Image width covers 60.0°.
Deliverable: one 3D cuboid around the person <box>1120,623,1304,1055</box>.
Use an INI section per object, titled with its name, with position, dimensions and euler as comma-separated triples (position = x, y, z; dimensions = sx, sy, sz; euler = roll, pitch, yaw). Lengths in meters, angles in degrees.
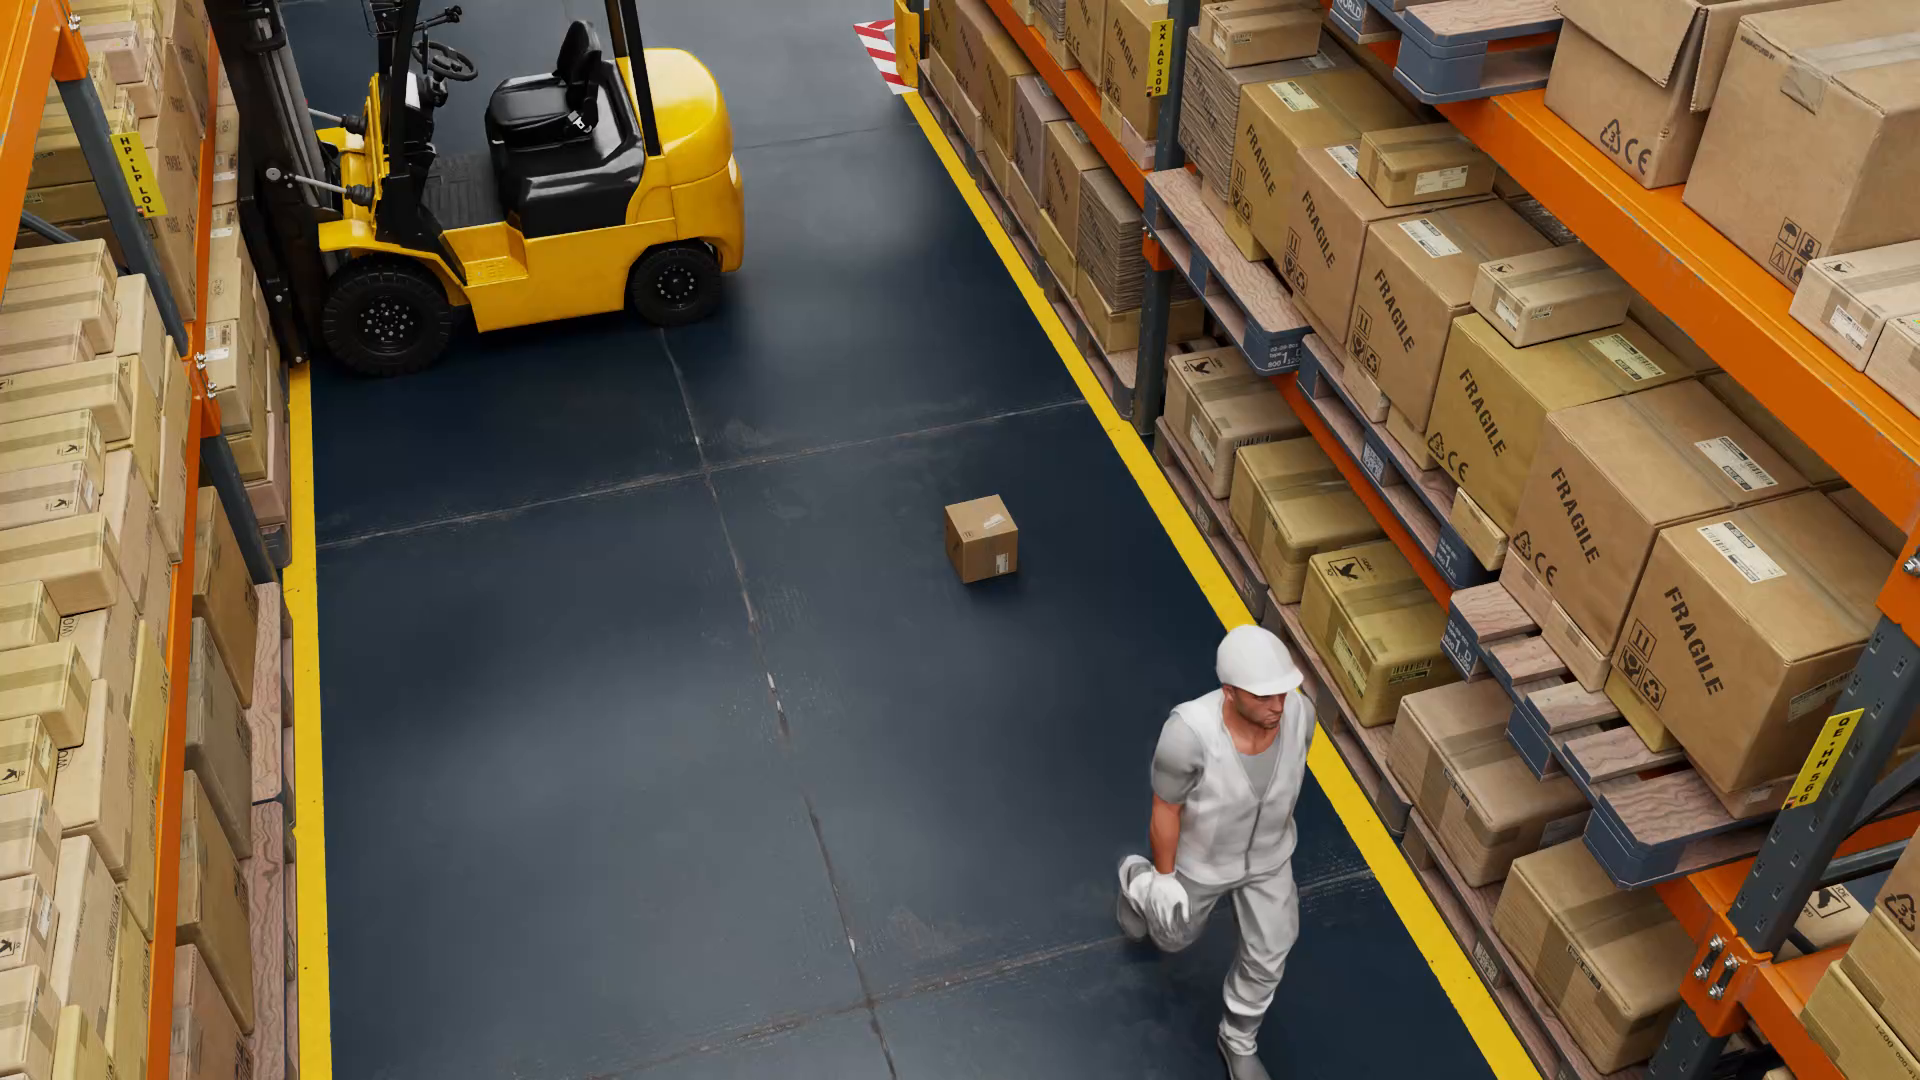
[person]
position = 6.867, -11.856, 19.382
dimensions = 22.166, 1.780, 34.439
euler = -10, 43, -11
